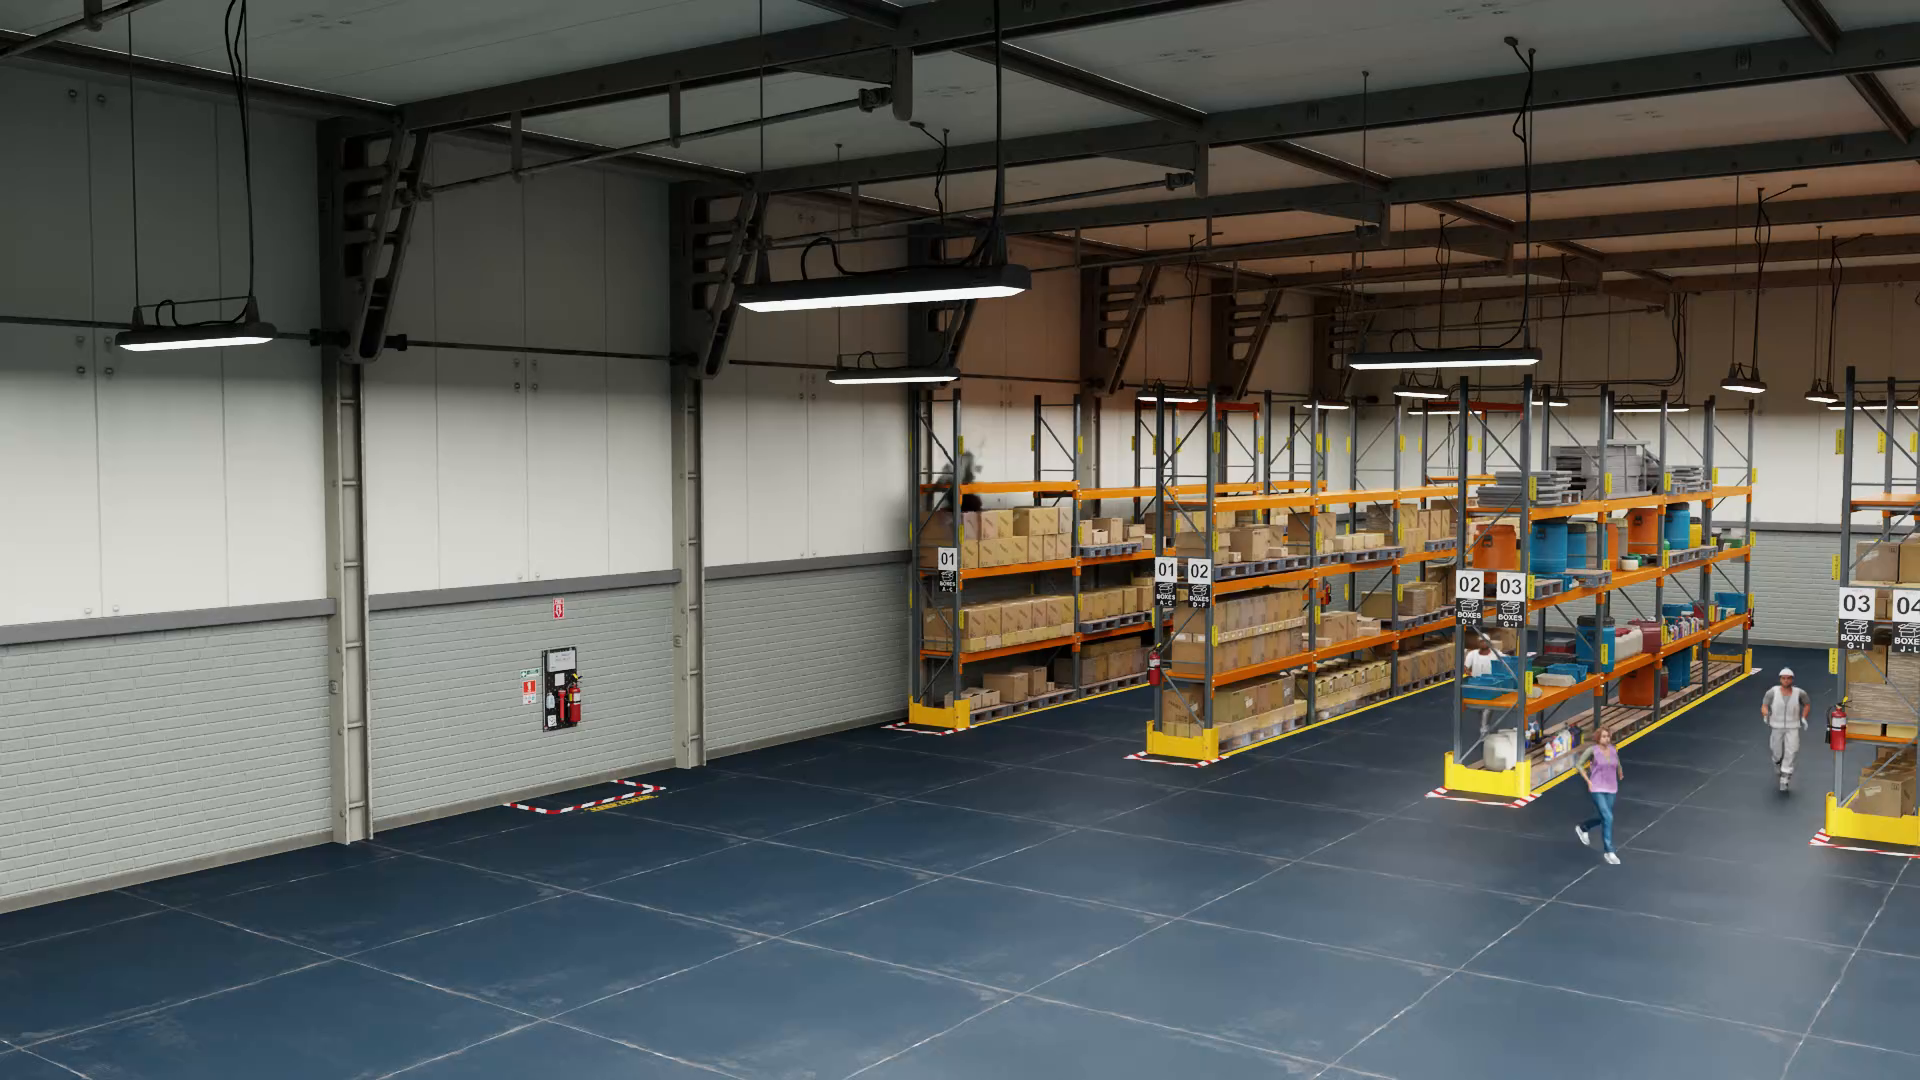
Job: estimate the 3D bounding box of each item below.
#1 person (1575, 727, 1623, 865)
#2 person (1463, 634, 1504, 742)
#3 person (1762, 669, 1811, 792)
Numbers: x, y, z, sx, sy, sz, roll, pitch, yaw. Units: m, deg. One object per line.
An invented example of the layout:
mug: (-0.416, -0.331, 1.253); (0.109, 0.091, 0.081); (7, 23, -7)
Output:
person: (7.778, 3.057, 20.190); (0.528, 1.604, 0.802); (-1, 3, -15)
person: (8.894, 2.473, 28.262); (0.701, 1.758, 0.991); (2, 4, 33)
person: (12.053, 2.738, 24.277); (0.643, 1.758, 0.873); (2, 4, 26)
